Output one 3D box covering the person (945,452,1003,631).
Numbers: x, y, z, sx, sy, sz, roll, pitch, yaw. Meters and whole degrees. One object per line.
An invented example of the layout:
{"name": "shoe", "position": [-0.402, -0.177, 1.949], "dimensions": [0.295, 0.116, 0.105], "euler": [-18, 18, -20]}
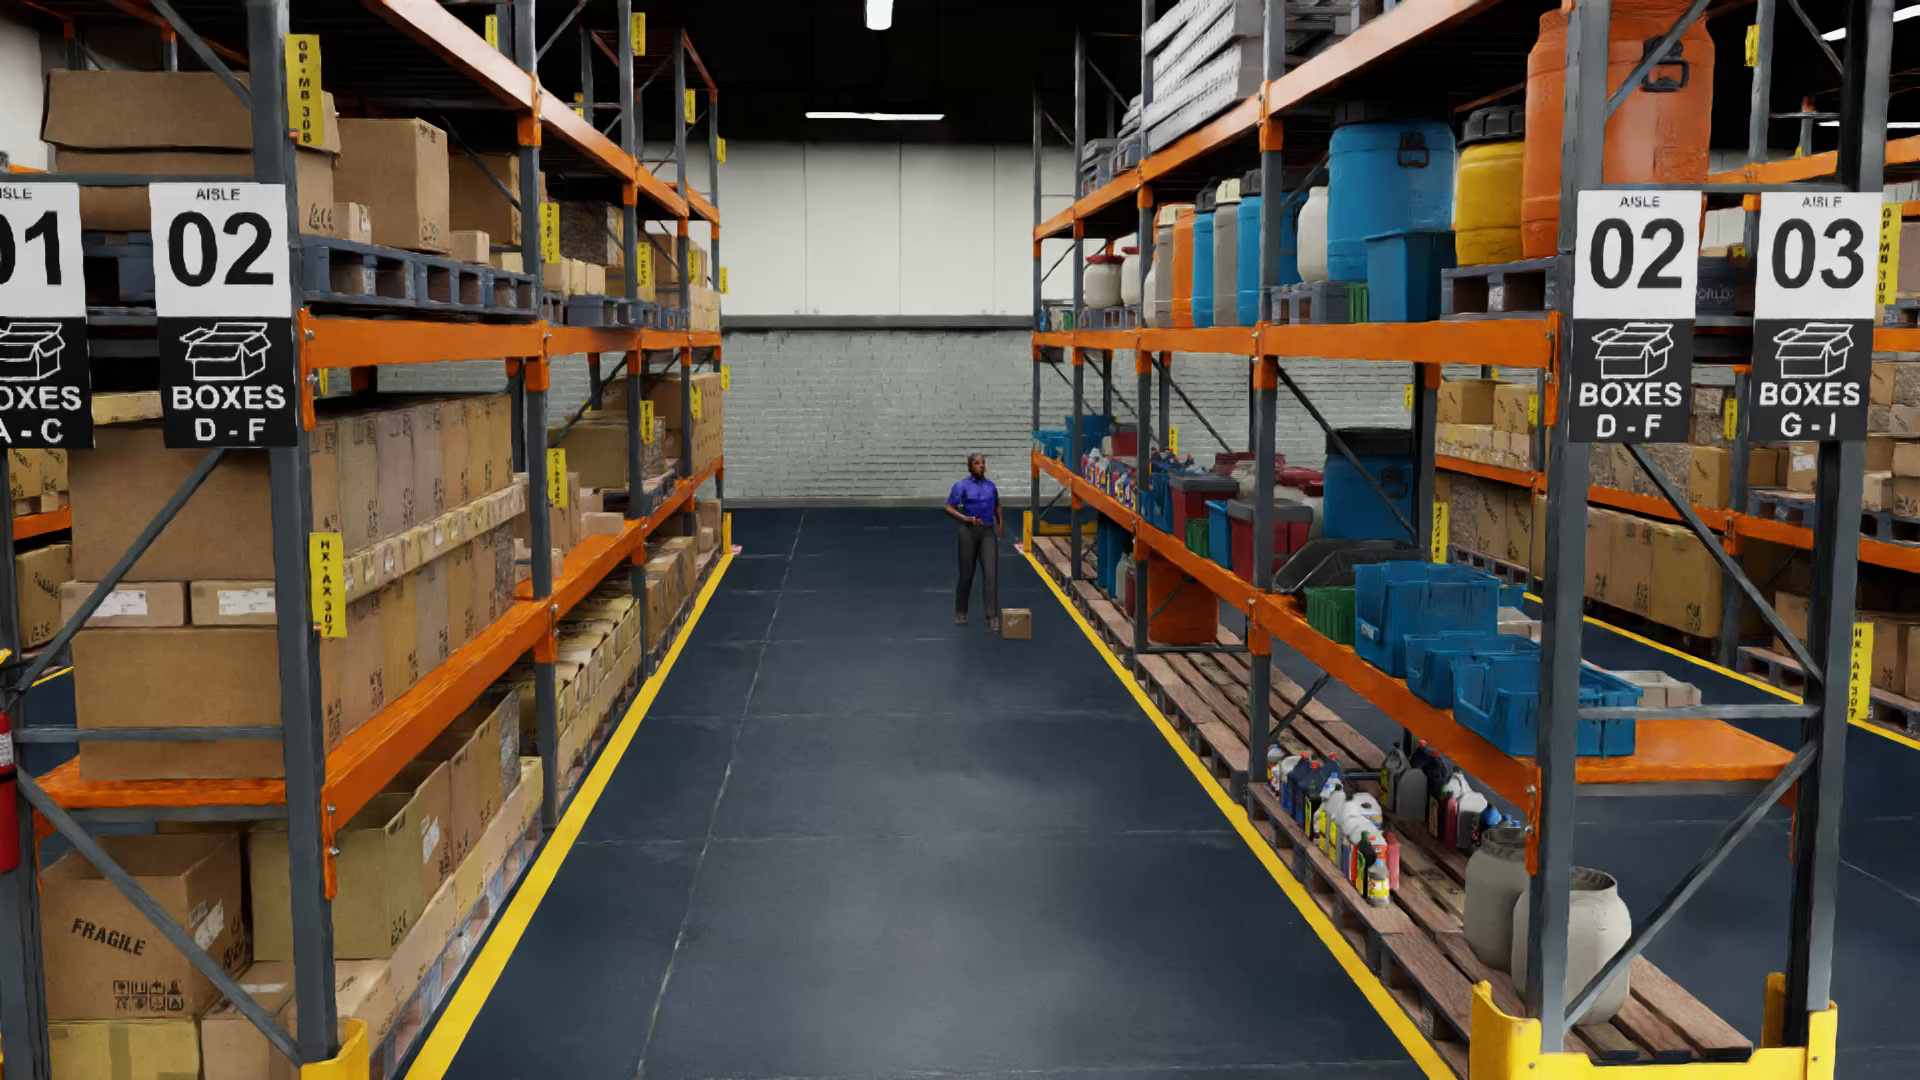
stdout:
{"name": "person", "position": [0.204, 0.000, 15.736], "dimensions": [0.624, 1.650, 0.718], "euler": [-3, 8, -22]}
